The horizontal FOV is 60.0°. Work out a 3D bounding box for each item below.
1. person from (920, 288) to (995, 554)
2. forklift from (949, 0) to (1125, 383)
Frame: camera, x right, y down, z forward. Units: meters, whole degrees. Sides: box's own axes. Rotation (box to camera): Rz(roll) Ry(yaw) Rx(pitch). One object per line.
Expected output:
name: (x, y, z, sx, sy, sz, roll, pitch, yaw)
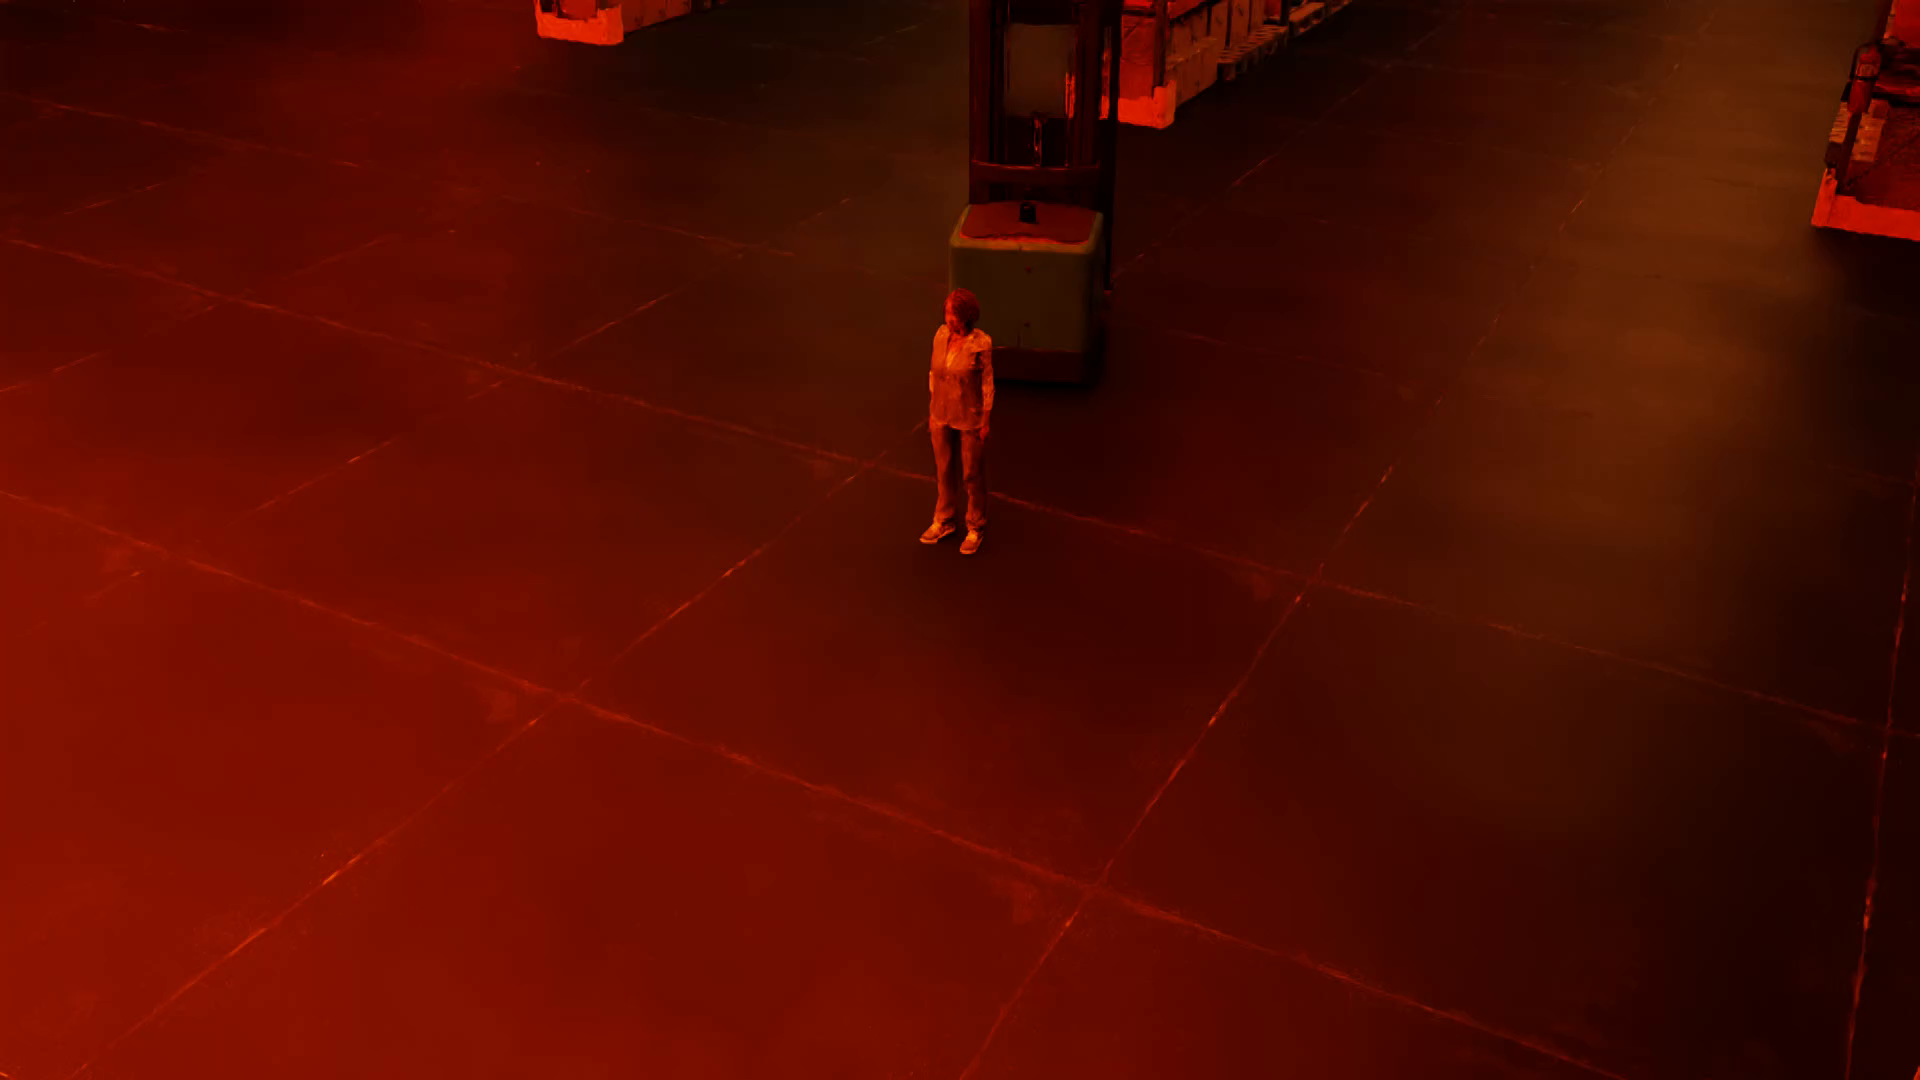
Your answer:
person: (-0.004, -0.689, 9.596, 0.405, 1.604, 0.310, 15, 33, 25)
forklift: (0.646, -3.098, 12.439, 1.130, 2.935, 3.031, 4, 30, 8)
